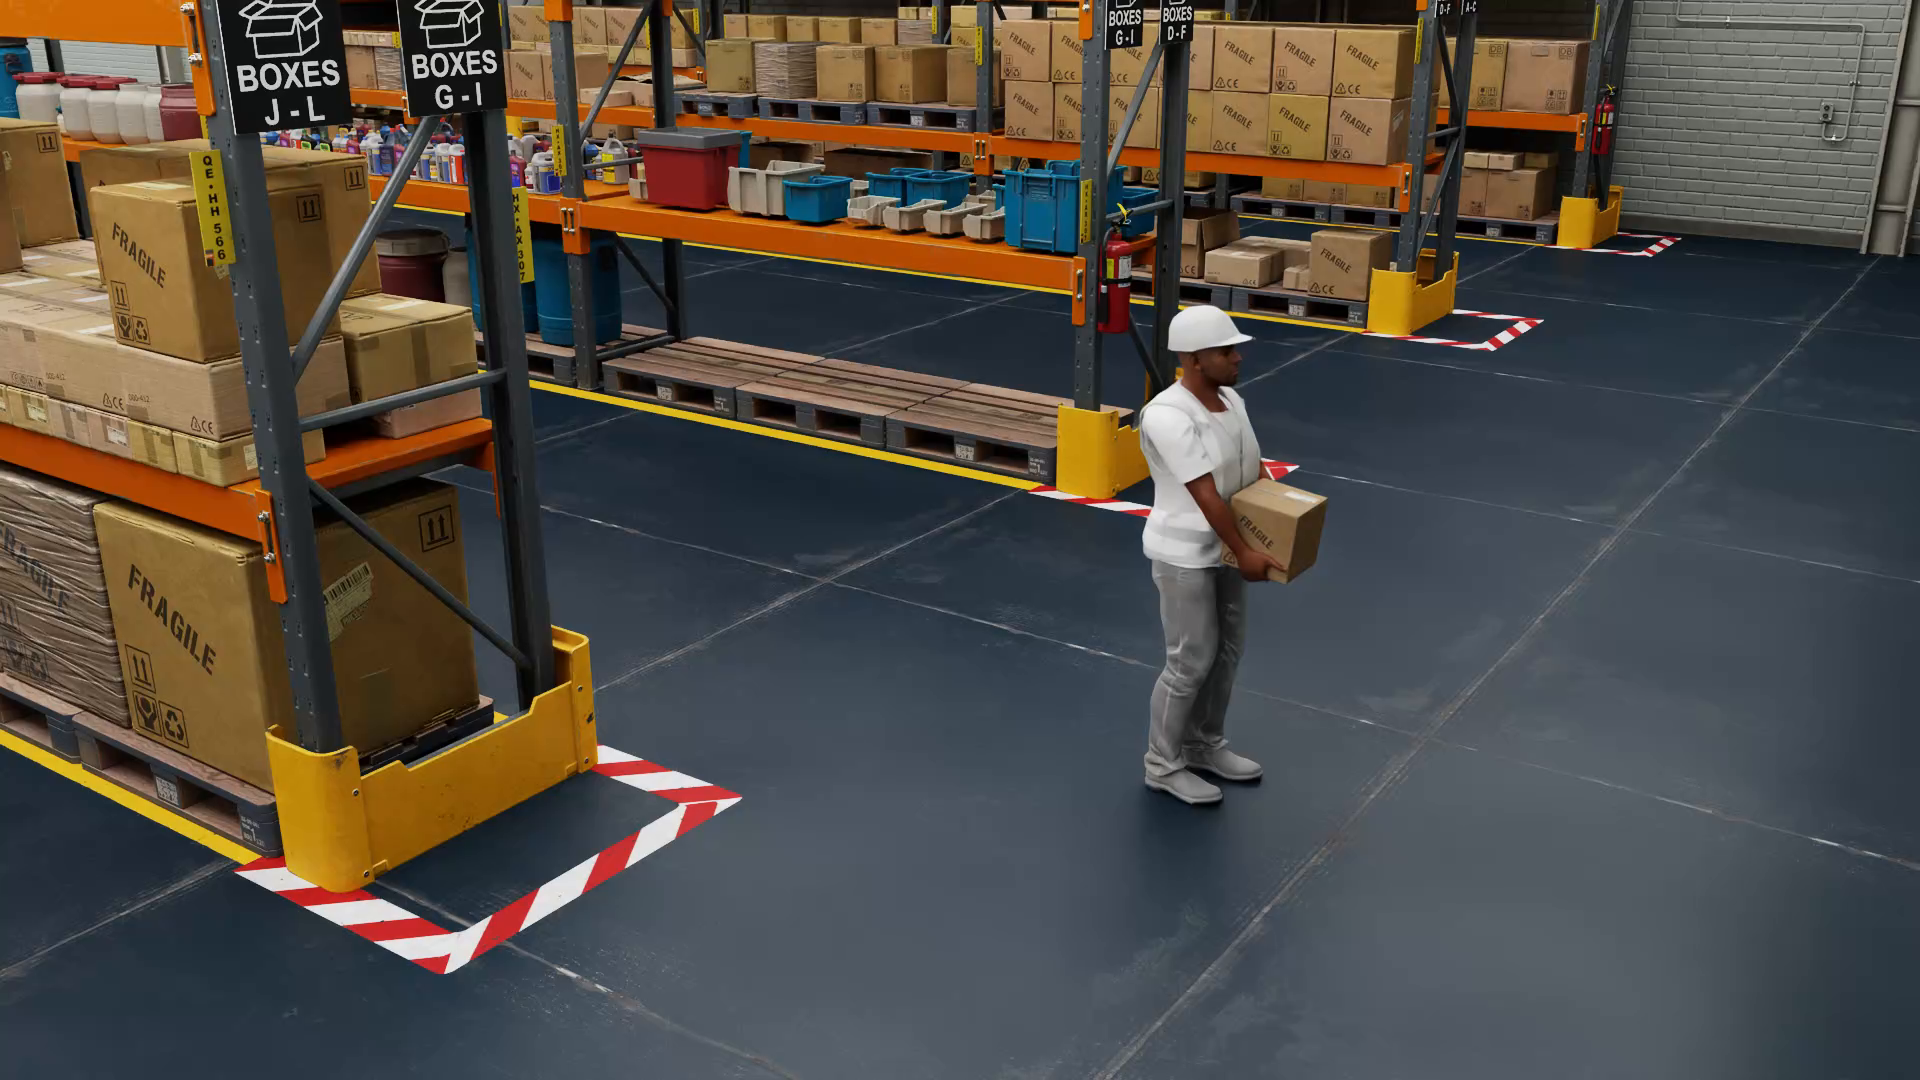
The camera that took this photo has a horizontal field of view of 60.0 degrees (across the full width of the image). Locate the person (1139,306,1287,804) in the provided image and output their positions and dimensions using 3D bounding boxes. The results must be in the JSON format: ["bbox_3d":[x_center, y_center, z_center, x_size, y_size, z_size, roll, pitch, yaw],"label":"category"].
[{"bbox_3d":[0.942,0.065,5.859,0.575,1.762,0.504,13,24,33],"label":"person"}]
